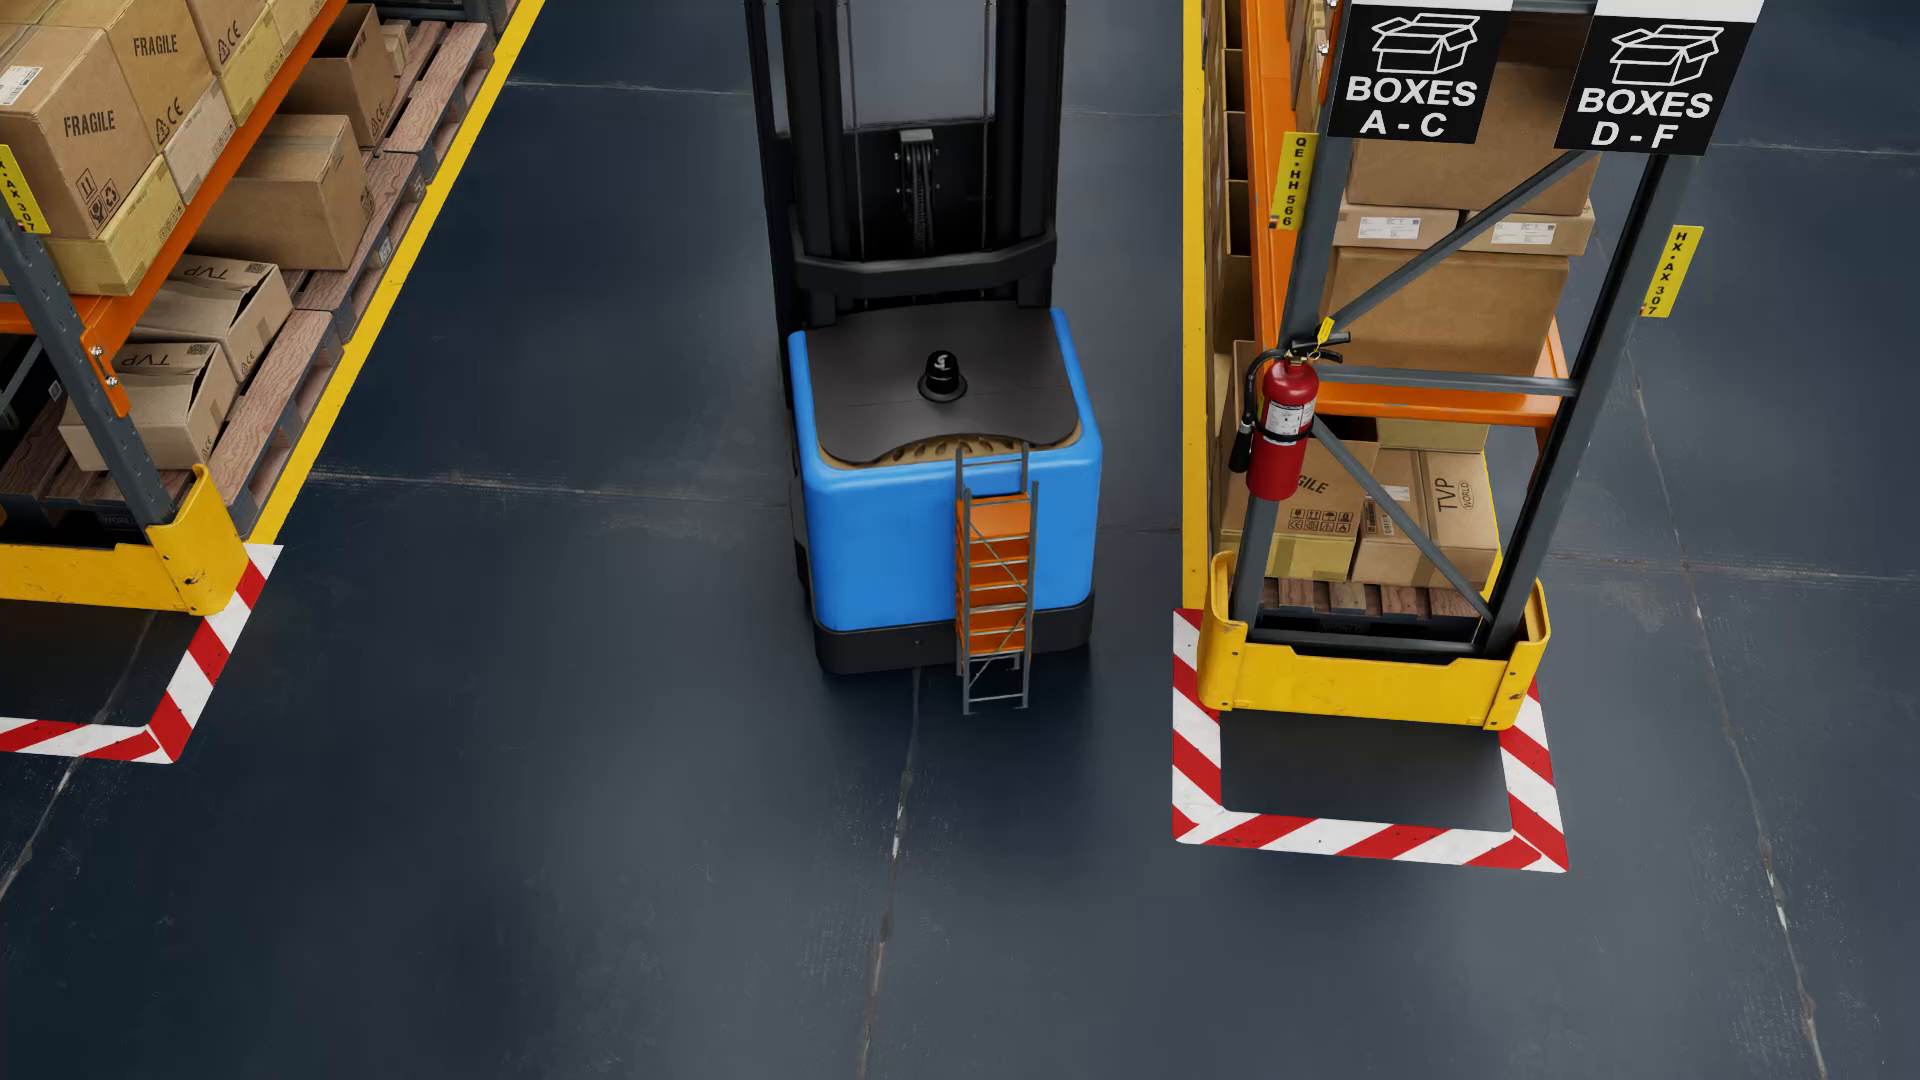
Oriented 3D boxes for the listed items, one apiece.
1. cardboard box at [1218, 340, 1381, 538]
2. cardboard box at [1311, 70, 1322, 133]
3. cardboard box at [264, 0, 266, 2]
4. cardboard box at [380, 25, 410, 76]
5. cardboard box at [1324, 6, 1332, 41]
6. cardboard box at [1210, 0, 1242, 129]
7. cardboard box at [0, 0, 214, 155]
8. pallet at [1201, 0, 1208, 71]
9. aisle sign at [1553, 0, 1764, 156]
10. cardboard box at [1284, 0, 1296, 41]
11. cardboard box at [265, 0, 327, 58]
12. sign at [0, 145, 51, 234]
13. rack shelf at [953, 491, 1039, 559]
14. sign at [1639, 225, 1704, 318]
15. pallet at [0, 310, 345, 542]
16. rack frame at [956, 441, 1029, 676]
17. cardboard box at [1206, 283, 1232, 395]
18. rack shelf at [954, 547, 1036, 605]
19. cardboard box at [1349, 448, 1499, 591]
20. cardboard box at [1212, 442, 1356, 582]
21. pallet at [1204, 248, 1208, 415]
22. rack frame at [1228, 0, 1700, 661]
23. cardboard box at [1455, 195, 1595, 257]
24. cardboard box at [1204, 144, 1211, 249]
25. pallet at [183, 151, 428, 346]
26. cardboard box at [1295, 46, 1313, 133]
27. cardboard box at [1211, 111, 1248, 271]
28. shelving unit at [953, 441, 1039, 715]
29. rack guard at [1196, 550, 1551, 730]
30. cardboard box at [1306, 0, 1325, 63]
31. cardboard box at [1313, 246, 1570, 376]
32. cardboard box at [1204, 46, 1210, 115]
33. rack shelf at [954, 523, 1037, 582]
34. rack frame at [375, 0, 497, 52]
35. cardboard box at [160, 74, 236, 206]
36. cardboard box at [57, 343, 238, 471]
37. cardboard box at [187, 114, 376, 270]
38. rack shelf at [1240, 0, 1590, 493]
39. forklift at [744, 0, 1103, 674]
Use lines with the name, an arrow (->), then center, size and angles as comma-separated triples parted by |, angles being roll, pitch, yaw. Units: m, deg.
cardboard box -> 1.235, -0.373, 6.129 | 0.500, 0.500, 0.500 | 4, 48, 4
cardboard box -> 1.373, -1.419, 5.508 | 0.380, 0.149, 0.250 | 3, 48, 3
cardboard box -> -2.965, -2.484, 6.569 | 0.500, 0.500, 0.500 | 5, 48, 5
cardboard box -> -3.105, -2.559, 8.680 | 0.380, 0.166, 0.250 | -2, 48, -2
cardboard box -> 1.585, -1.732, 5.354 | 0.700, 0.500, 0.500 | 3, 48, 3
cardboard box -> 1.455, -2.211, 7.810 | 0.500, 0.500, 0.500 | 4, 48, 4
cardboard box -> -3.053, -1.725, 5.875 | 0.500, 0.500, 0.500 | 4, 48, 4
pallet -> 1.875, -3.035, 9.382 | 1.003, 0.211, 1.213 | 4, 48, 4
aisle sign -> 1.781, -1.301, 4.145 | 0.394, 0.787, 0.004 | 4, 48, 4
cardboard box -> 1.722, -2.382, 6.829 | 0.700, 0.500, 0.500 | 5, 48, 4
cardboard box -> -2.957, -2.244, 6.858 | 0.500, 0.250, 0.500 | 4, 48, 4
sign -> -2.911, -1.079, 5.117 | 0.100, 0.325, 0.005 | 4, 48, 4
rack shelf -> 0.119, -0.050, 5.555 | 0.258, 0.103, 0.180 | -6, 48, -5
sign -> 2.035, -0.769, 4.781 | 0.100, 0.325, 0.005 | 4, 48, 4
pallet -> -3.335, -0.532, 7.094 | 1.003, 0.211, 1.213 | 4, 48, 4
rack frame -> 0.106, 0.096, 5.849 | 0.240, 1.200, 0.006 | -6, 48, -5
cardboard box -> 1.314, -0.856, 7.079 | 0.500, 0.250, 0.500 | 4, 48, 4
rack shelf -> 0.119, 0.112, 5.732 | 0.258, 0.103, 0.180 | -6, 48, -5
cardboard box -> 1.753, -0.085, 6.374 | 0.500, 0.250, 0.500 | 4, 48, 4
cardboard box -> 1.237, -0.120, 6.406 | 0.500, 0.250, 0.500 | 4, 48, 4
pallet -> 1.624, -1.010, 7.531 | 1.003, 0.211, 1.213 | 4, 48, 4
rack frame -> 1.482, -0.492, 5.168 | 1.000, 3.000, 0.127 | 4, 48, 4
cardboard box -> 1.733, -1.019, 5.142 | 0.380, 0.149, 0.250 | 4, 48, 3
cardboard box -> 1.401, -1.591, 7.751 | 0.500, 0.250, 0.500 | 4, 48, 4
pallet -> -3.221, -1.426, 7.911 | 1.003, 0.211, 1.213 | 4, 48, 4
cardboard box -> 1.632, -1.619, 6.130 | 0.700, 0.500, 0.500 | 4, 48, 4
cardboard box -> 1.358, -1.476, 7.138 | 0.500, 0.500, 0.500 | 4, 48, 4
shelving unit -> 0.119, 0.163, 5.788 | 0.258, 1.200, 0.189 | -6, 48, -5
rack guard -> 1.480, 0.369, 6.074 | 1.175, 0.500, 0.348 | 4, 48, 4
cardboard box -> 1.422, -1.797, 5.853 | 0.380, 0.149, 0.250 | 5, 48, 5
cardboard box -> 1.538, -0.868, 5.444 | 0.700, 0.500, 0.500 | 4, 48, 4
cardboard box -> 1.503, -2.325, 8.423 | 0.500, 0.250, 0.500 | 4, 48, 4
rack shelf -> 0.119, 0.031, 5.644 | 0.258, 0.103, 0.180 | -6, 48, -5
rack frame -> -3.086, -3.762, 8.158 | 1.000, 3.000, 0.127 | 4, 48, 4
cardboard box -> -3.057, -1.499, 6.176 | 0.500, 0.250, 0.500 | 3, 48, 2
cardboard box -> -3.298, -0.566, 6.759 | 0.500, 0.311, 0.500 | -1, 48, -1
cardboard box -> -3.130, -1.585, 7.562 | 0.700, 0.500, 0.500 | 1, 48, 1
rack shelf -> 1.665, -1.719, 6.777 | 1.077, 0.370, 4.000 | 4, 48, 4
forklift -> -0.218, -1.590, 6.218 | 1.130, 2.935, 3.031 | -6, 48, -5
